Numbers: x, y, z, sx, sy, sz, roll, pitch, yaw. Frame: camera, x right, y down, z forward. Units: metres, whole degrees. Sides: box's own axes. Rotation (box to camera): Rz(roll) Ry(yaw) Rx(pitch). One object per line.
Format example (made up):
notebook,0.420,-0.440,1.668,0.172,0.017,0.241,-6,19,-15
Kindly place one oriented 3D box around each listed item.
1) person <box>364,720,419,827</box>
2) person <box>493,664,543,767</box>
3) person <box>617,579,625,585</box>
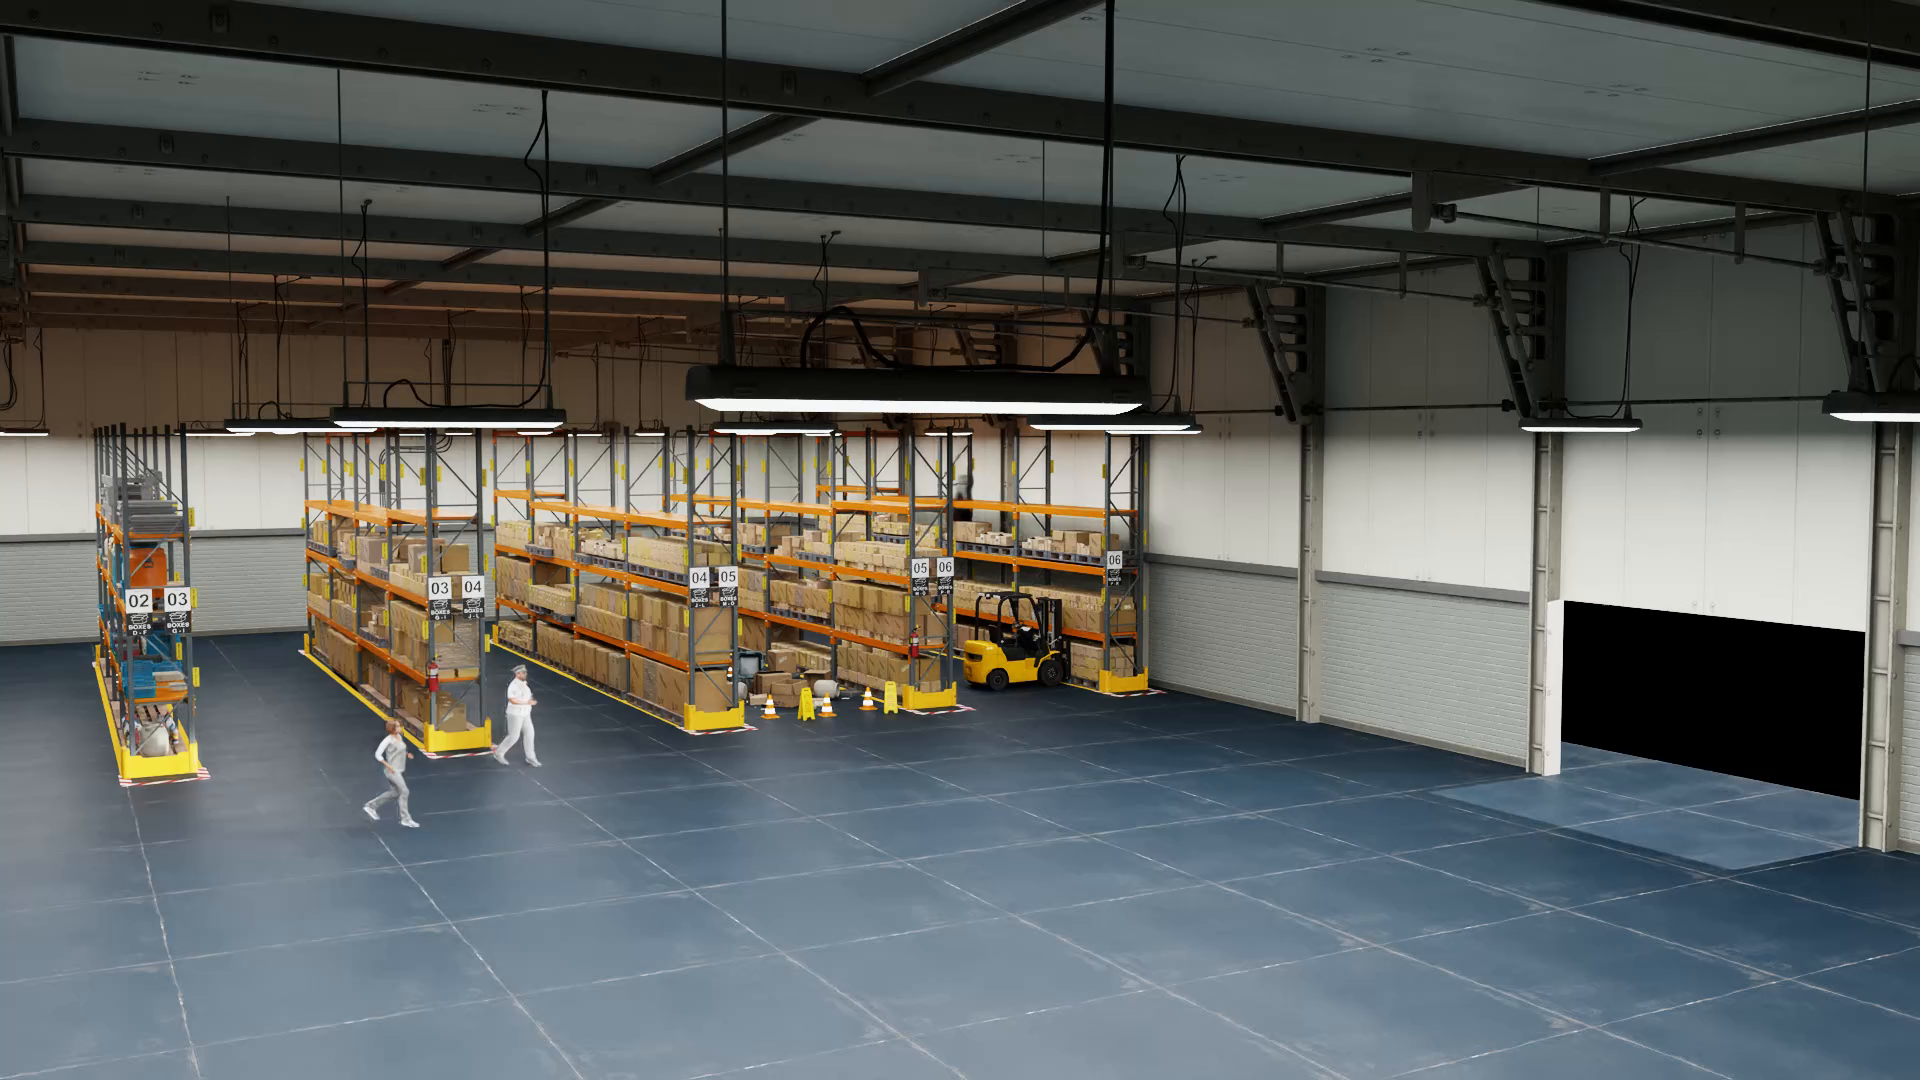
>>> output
person,-8.395,3.441,24.550,0.802,1.604,0.528,0,3,-1
person,-7.745,3.080,29.104,0.842,1.838,0.682,1,3,8
person,-10.253,1.859,49.909,0.550,1.545,0.593,-2,4,-32
